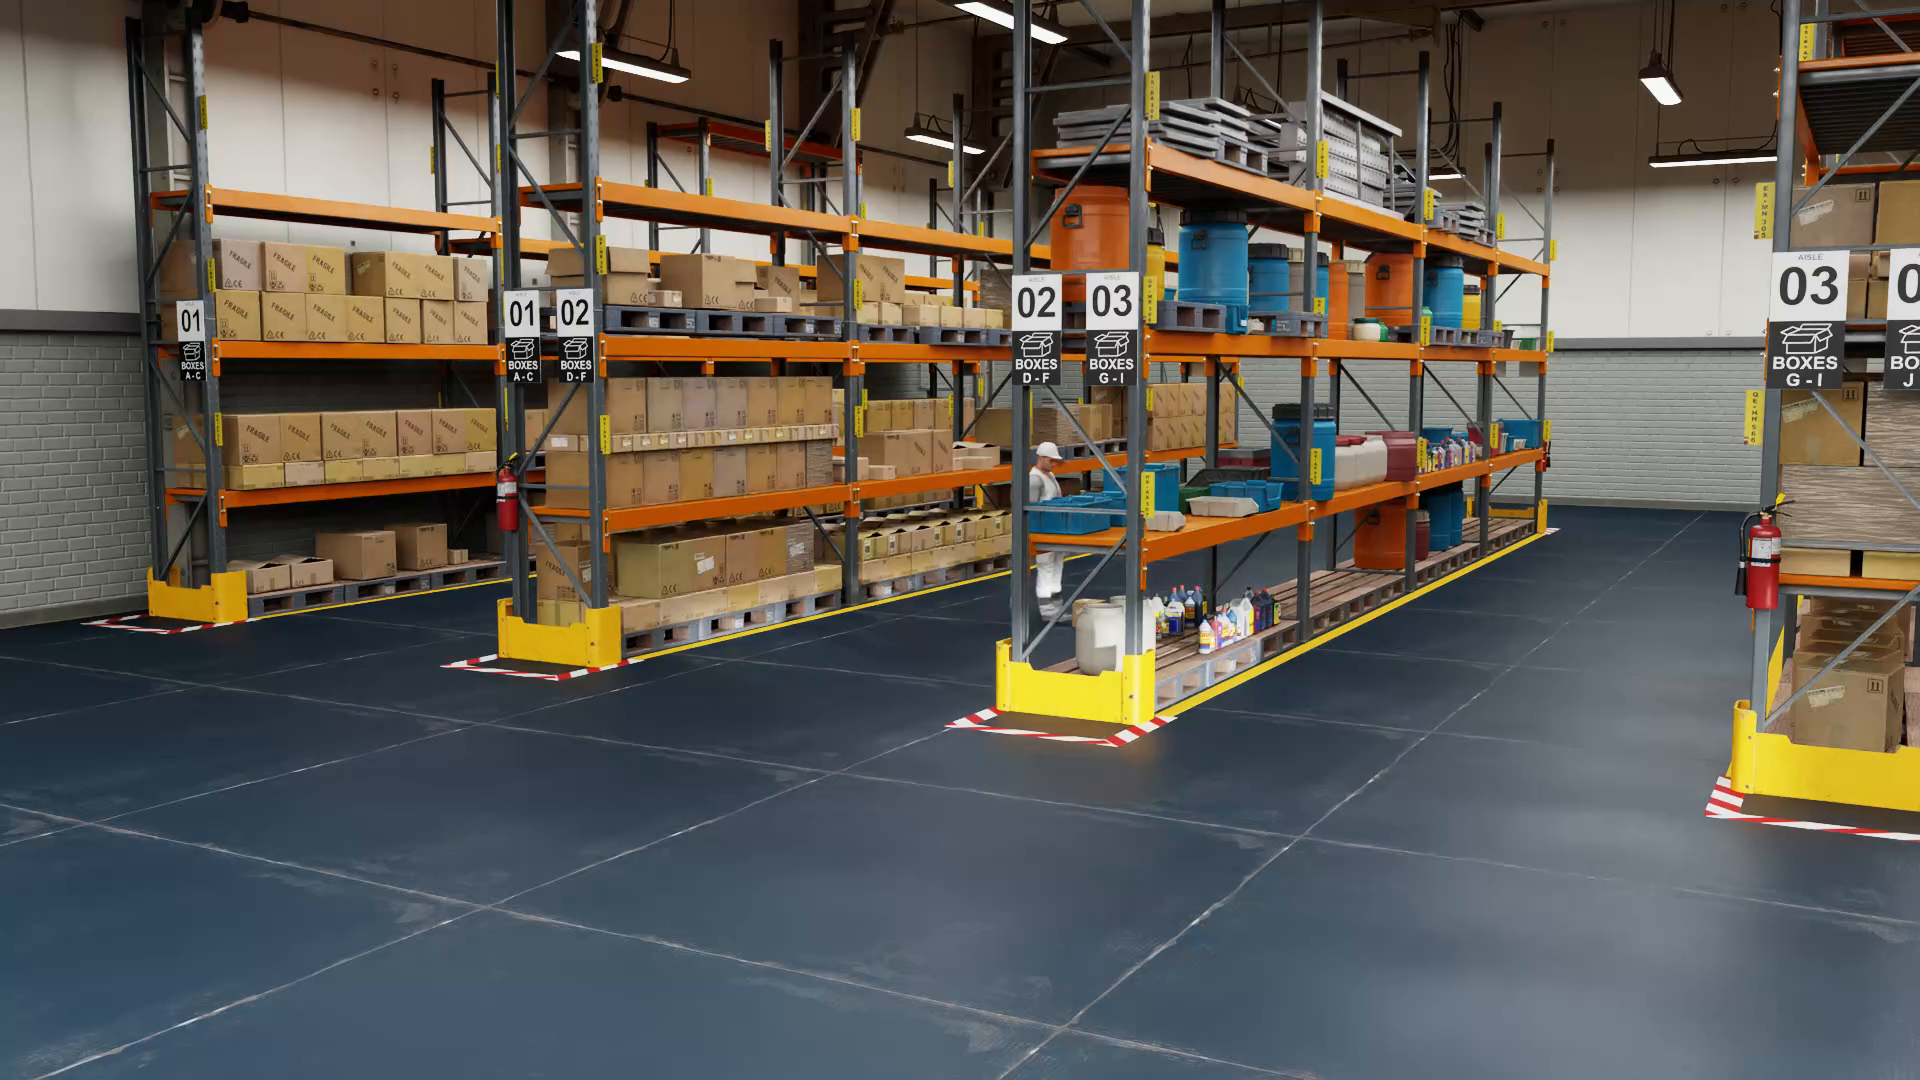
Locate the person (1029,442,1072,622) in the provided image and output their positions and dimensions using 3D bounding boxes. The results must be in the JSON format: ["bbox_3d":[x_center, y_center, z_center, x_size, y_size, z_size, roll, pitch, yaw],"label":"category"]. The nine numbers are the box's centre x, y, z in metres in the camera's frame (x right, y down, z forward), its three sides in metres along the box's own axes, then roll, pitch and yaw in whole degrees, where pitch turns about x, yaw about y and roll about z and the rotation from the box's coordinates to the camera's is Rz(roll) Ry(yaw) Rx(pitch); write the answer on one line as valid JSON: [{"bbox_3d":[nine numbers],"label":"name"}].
[{"bbox_3d":[0.907,-0.074,16.541,0.455,1.803,0.577,3,6,24],"label":"person"}]
